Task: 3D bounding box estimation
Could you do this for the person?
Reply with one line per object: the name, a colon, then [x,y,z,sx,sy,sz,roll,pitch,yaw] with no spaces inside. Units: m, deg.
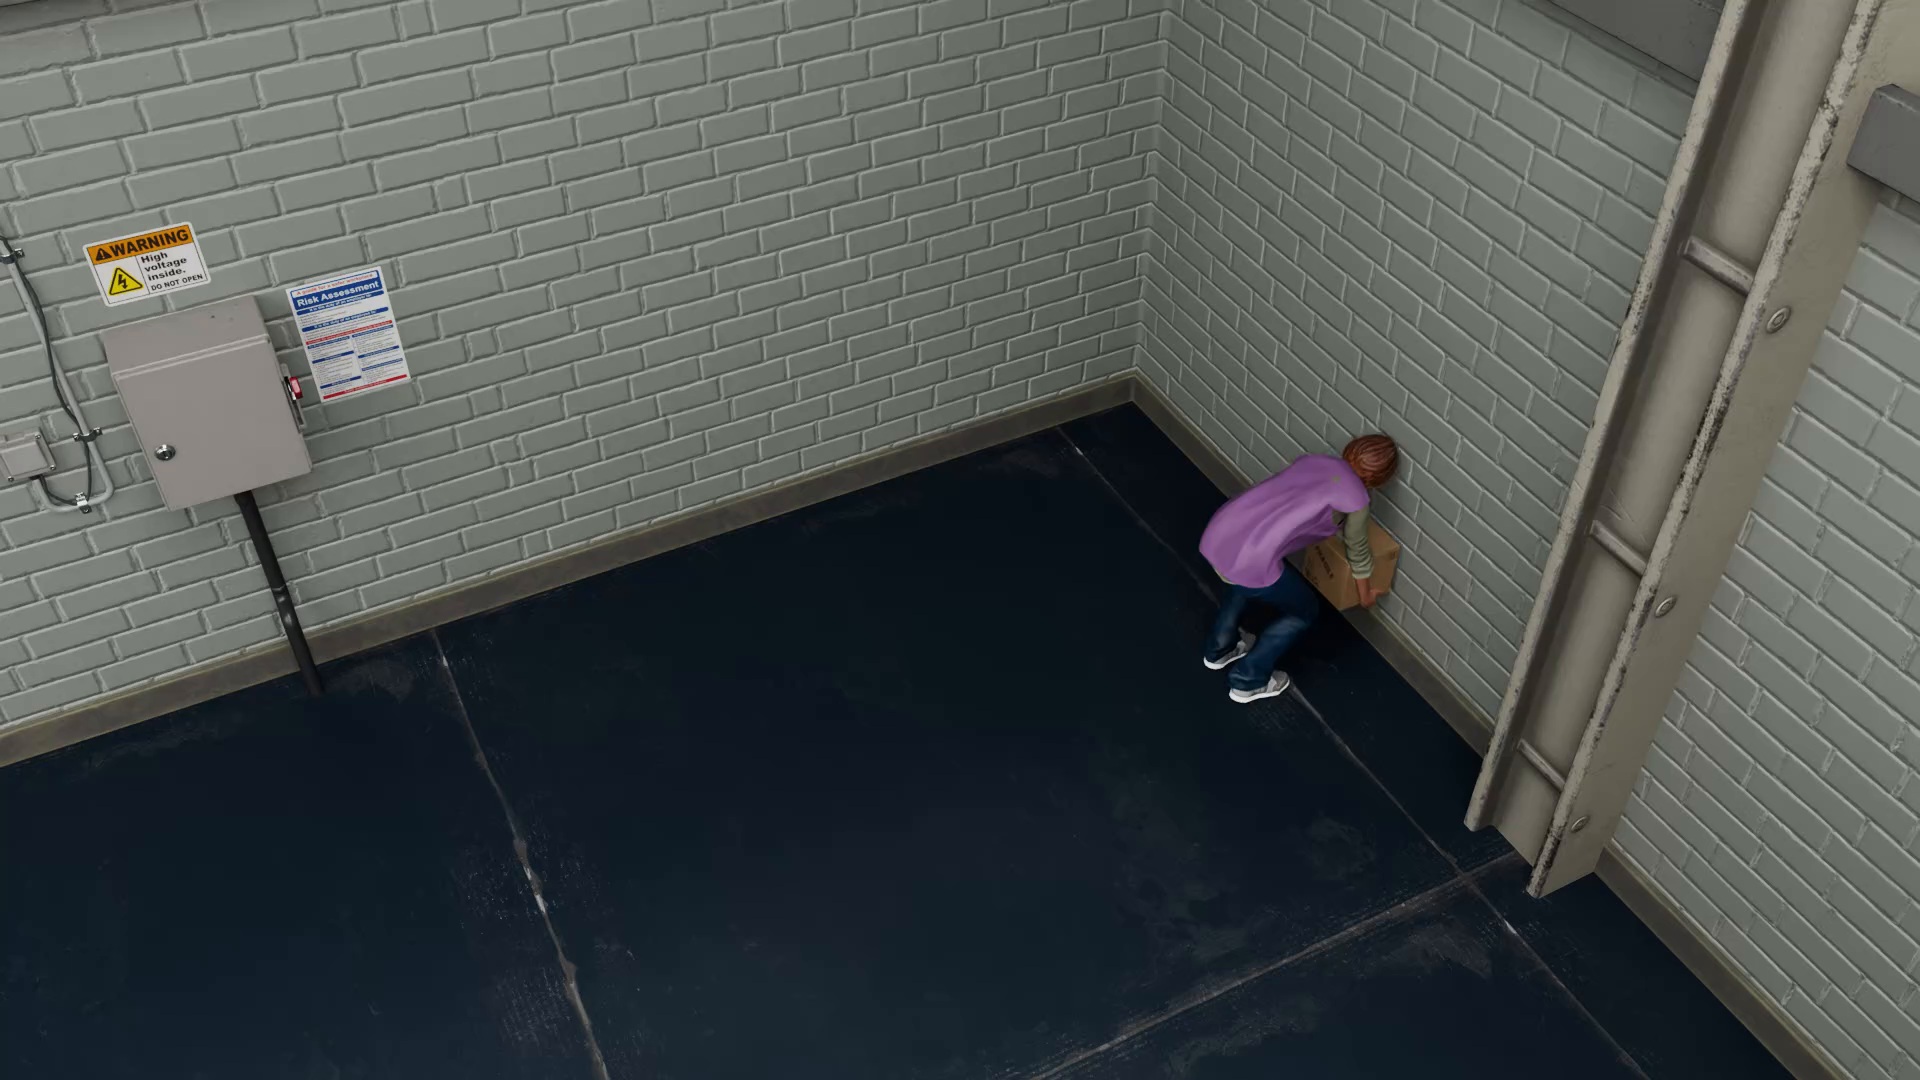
person: [1.297,0.113,6.477,0.857,1.017,0.416,-21,46,-22]
